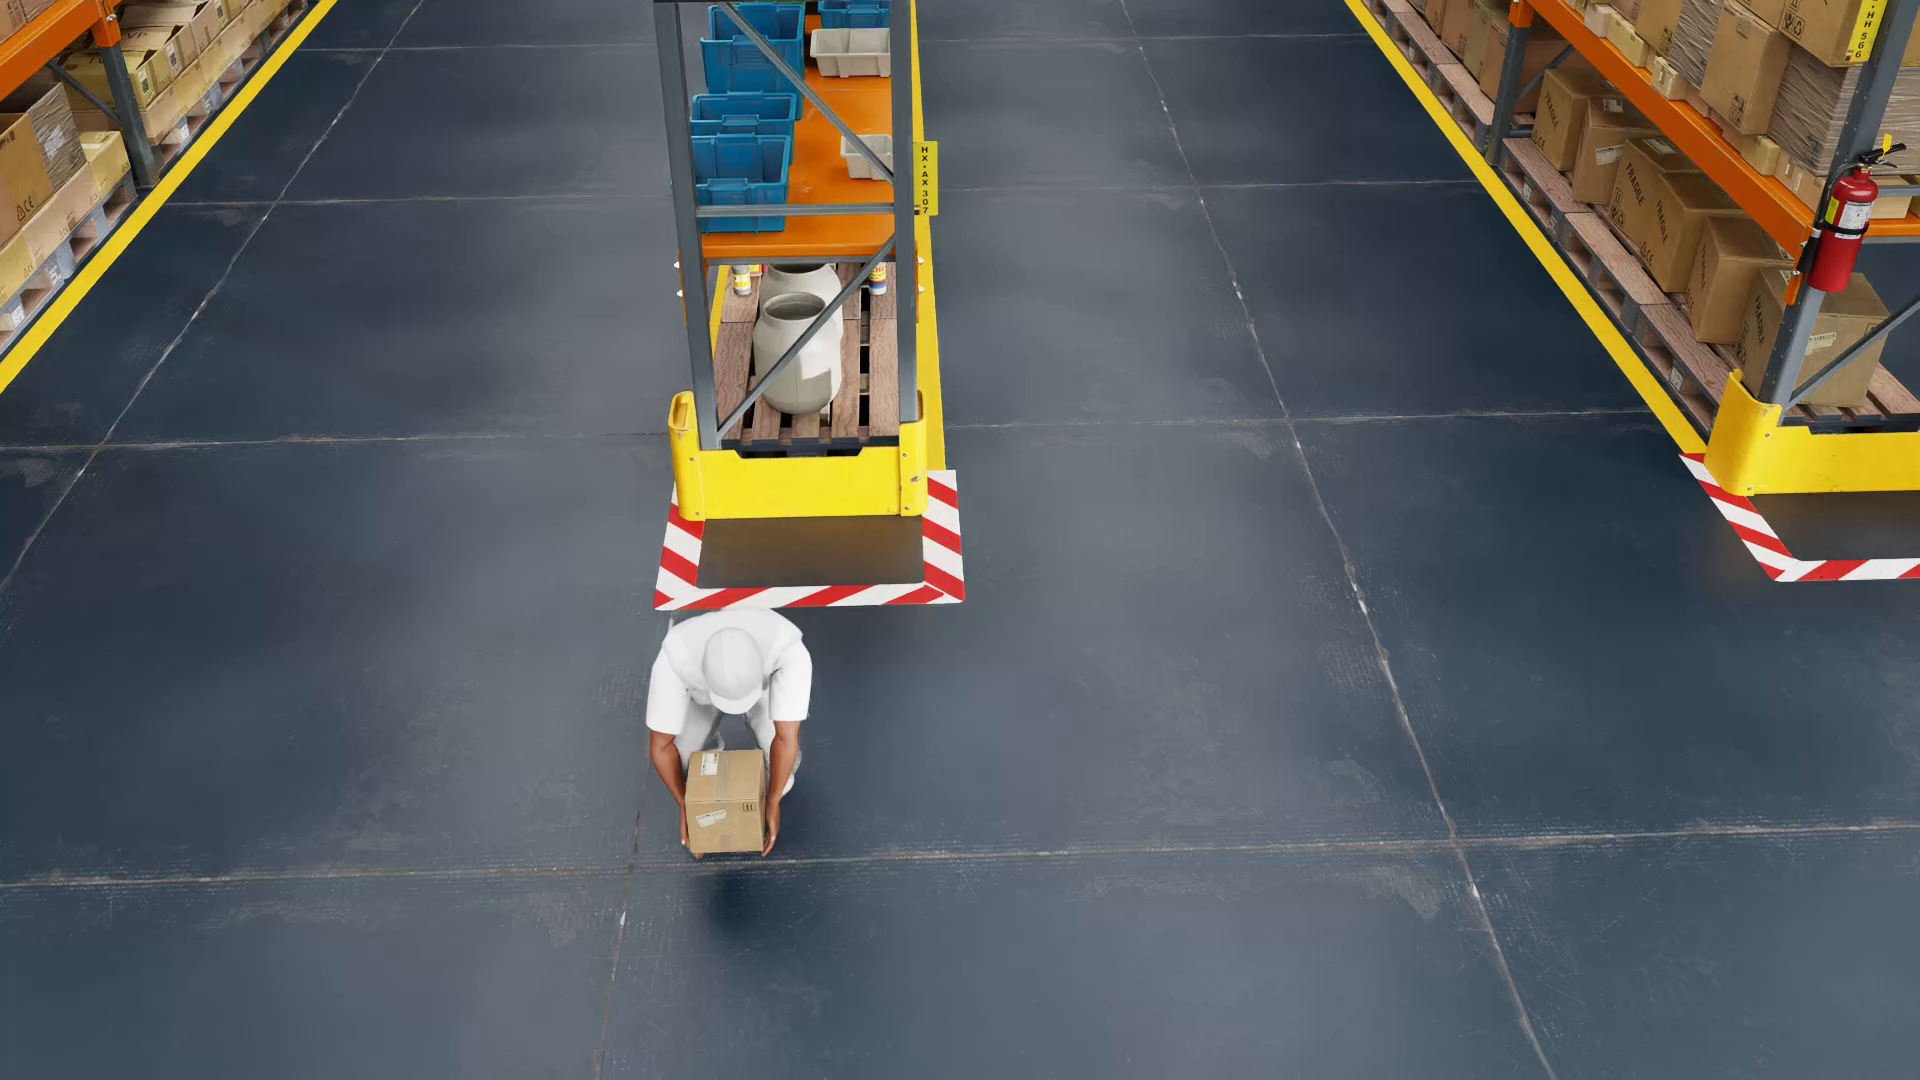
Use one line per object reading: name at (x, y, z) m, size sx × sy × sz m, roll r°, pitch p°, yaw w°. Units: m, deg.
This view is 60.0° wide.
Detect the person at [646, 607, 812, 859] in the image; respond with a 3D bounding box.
person at (-0.815, 0.579, 5.976) m, size 0.583 × 0.998 × 0.887 m, roll -2°, pitch 35°, yaw -2°
